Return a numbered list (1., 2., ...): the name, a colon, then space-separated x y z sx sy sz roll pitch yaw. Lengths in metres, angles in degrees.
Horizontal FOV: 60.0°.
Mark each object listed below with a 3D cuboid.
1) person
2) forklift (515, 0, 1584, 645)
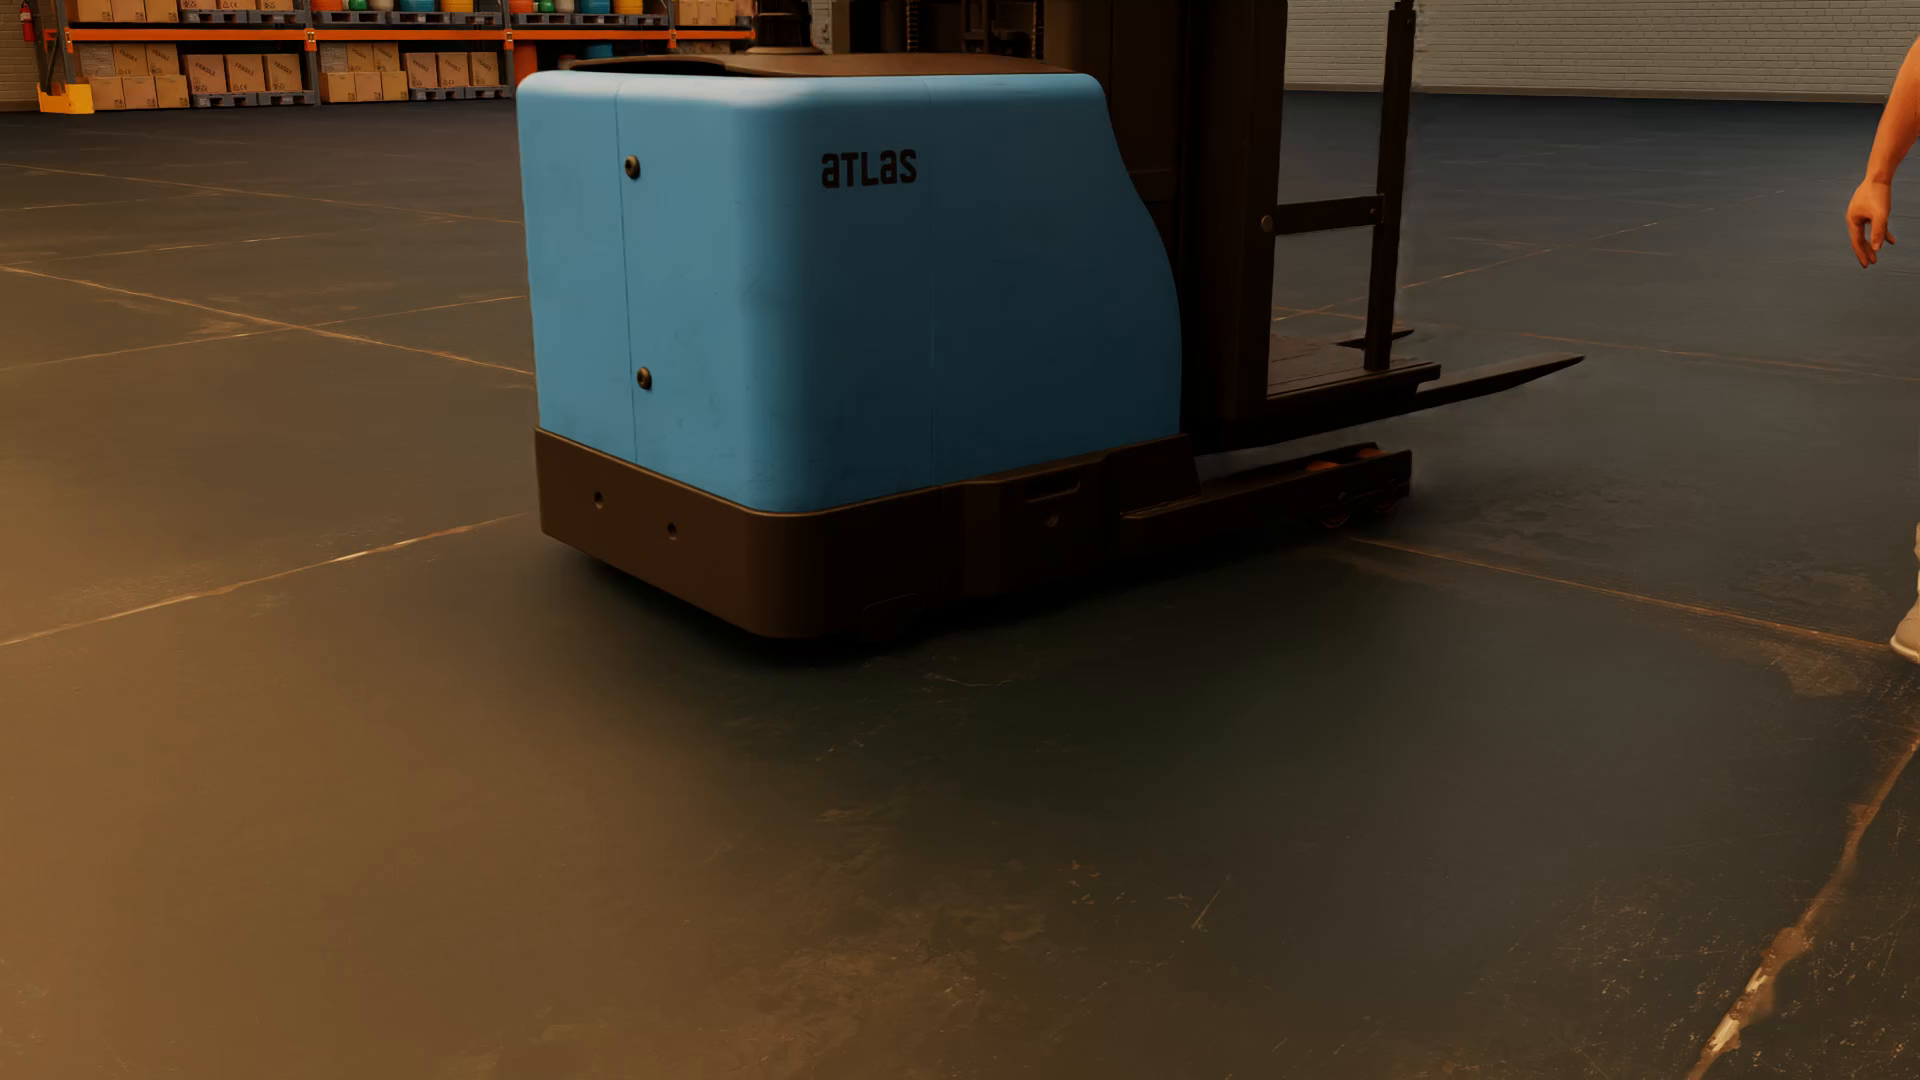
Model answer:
1. person: 2.033 -0.579 2.916 0.871 1.719 0.426 11 20 32
2. forklift: 0.500 -1.534 3.951 3.031 2.935 1.130 -14 22 -38
